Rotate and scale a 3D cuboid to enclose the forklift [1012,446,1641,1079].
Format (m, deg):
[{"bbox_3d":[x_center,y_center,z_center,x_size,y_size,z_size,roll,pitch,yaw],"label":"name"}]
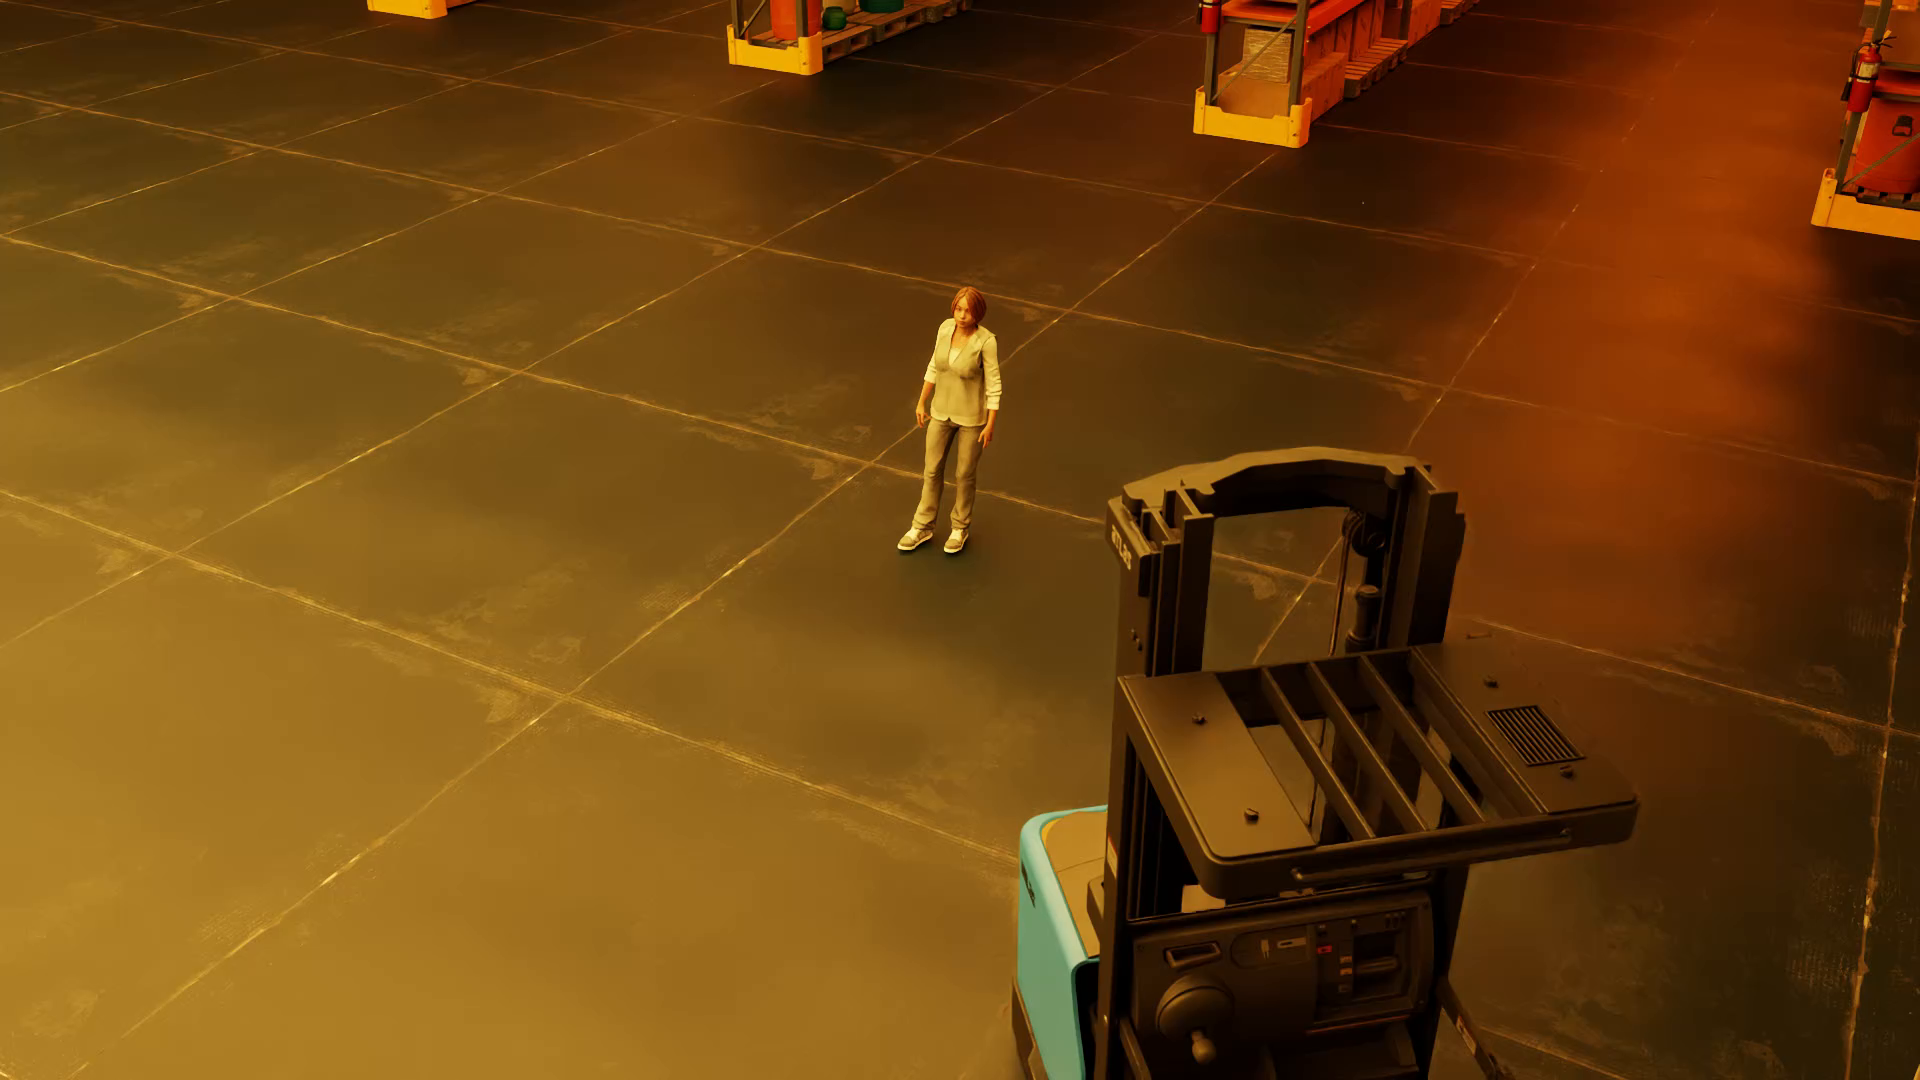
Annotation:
[{"bbox_3d":[1.007,1.344,4.743,1.130,2.935,3.031,-6,31,-10],"label":"forklift"}]

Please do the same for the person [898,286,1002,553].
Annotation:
[{"bbox_3d":[-0.048,-0.669,9.550,0.520,1.597,0.475,15,33,25],"label":"person"}]
